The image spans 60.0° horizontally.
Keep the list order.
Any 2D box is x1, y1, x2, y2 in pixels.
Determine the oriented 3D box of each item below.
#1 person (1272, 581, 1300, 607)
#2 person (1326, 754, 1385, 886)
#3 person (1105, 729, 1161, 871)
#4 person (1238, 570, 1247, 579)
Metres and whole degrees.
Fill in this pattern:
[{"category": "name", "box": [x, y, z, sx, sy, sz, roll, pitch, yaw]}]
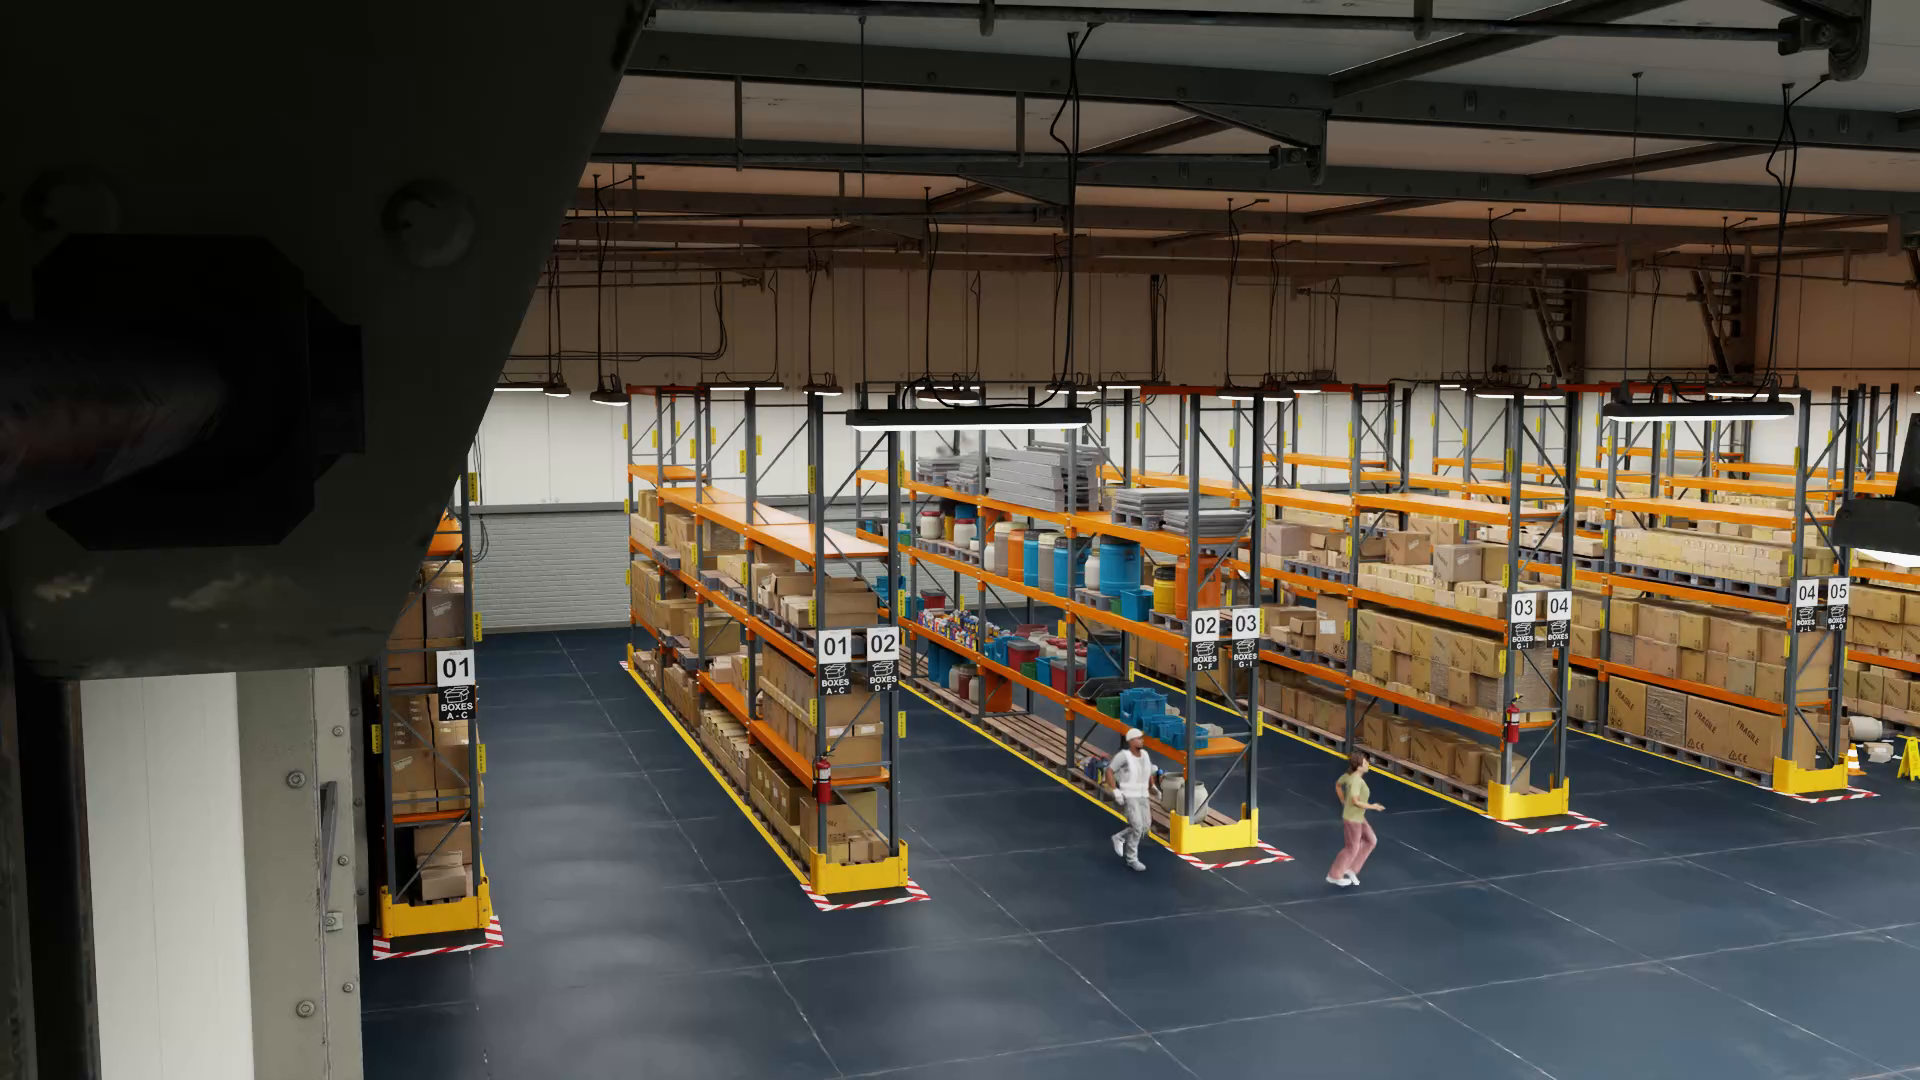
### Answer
[{"category": "person", "box": [7.109, 1.734, 36.170, 0.717, 1.726, 0.713, -2, 6, -18]}, {"category": "person", "box": [4.812, 3.421, 20.235, 0.666, 1.673, 0.586, 1, 6, 10]}, {"category": "person", "box": [2.226, 3.289, 21.243, 0.740, 1.742, 0.648, -5, 8, -39]}, {"category": "person", "box": [6.783, 1.274, 41.097, 0.510, 1.647, 0.747, -2, 6, -19]}]
